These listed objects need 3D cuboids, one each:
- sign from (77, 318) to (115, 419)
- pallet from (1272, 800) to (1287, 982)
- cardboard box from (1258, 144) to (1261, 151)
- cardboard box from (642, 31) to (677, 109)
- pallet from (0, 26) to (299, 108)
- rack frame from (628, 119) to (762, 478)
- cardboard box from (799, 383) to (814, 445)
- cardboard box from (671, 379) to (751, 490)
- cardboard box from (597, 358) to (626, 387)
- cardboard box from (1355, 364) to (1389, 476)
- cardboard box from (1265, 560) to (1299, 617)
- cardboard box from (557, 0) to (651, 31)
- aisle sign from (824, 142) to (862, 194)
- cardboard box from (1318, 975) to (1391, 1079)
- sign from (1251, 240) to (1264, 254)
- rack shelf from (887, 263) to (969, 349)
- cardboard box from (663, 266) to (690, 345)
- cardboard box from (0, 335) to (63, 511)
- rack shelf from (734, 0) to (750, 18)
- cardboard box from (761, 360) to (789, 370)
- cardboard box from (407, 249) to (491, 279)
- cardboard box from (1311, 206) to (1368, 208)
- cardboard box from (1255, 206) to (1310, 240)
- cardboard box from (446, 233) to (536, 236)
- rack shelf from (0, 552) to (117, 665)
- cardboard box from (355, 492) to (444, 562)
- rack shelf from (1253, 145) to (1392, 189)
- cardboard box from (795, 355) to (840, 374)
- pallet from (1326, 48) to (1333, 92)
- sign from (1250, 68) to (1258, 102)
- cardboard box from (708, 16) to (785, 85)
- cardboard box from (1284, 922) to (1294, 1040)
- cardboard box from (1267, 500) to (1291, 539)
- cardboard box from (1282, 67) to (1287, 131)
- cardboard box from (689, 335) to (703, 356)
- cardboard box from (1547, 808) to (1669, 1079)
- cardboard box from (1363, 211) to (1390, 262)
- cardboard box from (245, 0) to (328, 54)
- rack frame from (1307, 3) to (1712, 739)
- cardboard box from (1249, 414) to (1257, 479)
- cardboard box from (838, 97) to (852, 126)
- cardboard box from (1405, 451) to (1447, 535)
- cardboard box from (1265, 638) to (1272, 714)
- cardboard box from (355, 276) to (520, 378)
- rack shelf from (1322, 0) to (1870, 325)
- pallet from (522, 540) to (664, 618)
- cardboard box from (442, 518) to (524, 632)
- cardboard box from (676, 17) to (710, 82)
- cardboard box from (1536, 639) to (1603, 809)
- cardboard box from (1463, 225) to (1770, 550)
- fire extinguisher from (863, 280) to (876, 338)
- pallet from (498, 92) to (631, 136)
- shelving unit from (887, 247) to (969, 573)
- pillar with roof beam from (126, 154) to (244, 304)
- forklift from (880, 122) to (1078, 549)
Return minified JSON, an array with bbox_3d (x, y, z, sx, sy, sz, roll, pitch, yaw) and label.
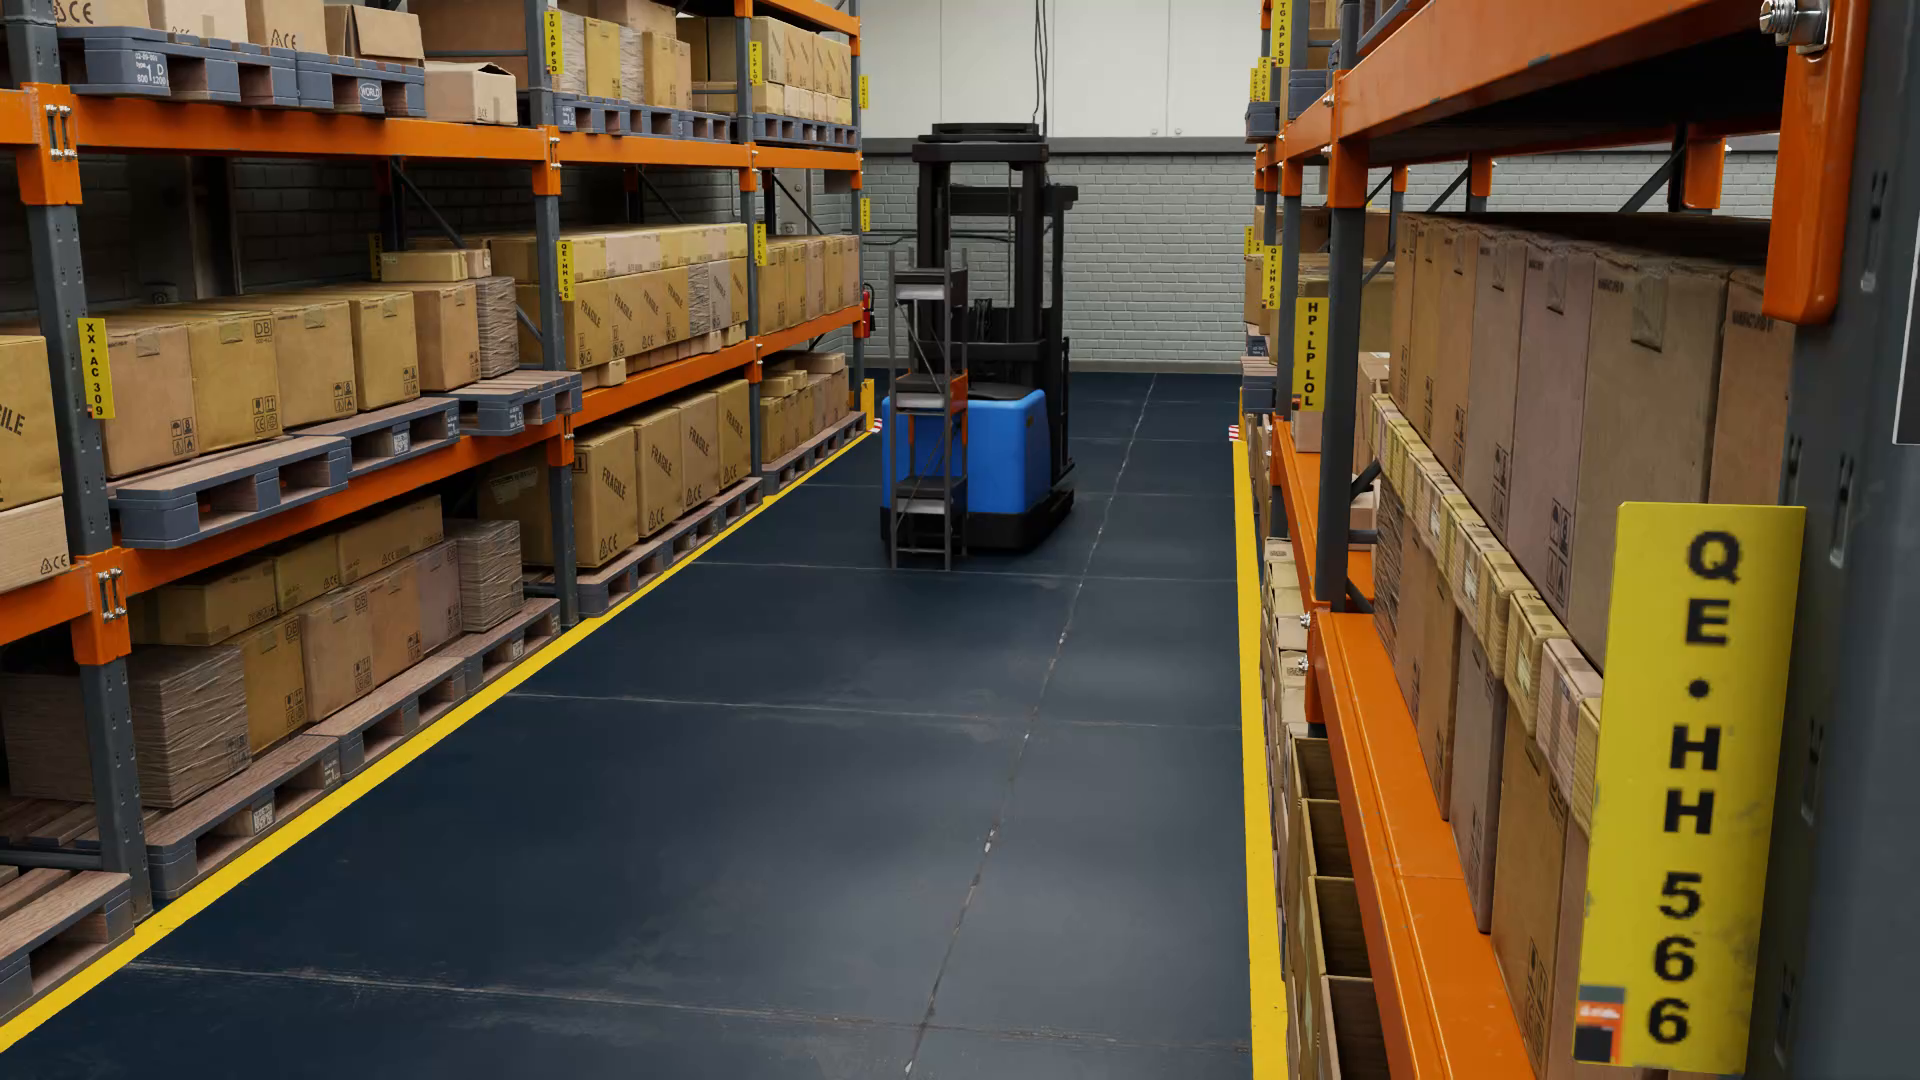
[{"bbox_3d":[-2.809,-0.557,5.402,0.100,0.325,0.005,2,12,9],"label":"sign"},{"bbox_3d":[1.624,1.219,5.837,1.003,0.211,1.213,2,12,9],"label":"pallet"},{"bbox_3d":[2.899,-3.574,14.695,0.500,0.250,0.500,2,12,9],"label":"cardboard box"},{"bbox_3d":[-2.382,-3.248,11.541,0.700,0.500,0.500,2,12,8],"label":"cardboard box"},{"bbox_3d":[-3.146,-1.649,5.851,1.213,0.211,1.003,2,12,9],"label":"pallet"},{"bbox_3d":[-2.116,-1.815,13.295,1.000,3.000,0.127,2,12,9],"label":"rack frame"},{"bbox_3d":[-1.738,-1.162,15.201,0.700,0.500,0.500,2,12,10],"label":"cardboard box"},{"bbox_3d":[-2.088,-0.830,12.829,0.750,0.750,0.750,2,12,9],"label":"cardboard box"},{"bbox_3d":[-2.280,-1.035,10.224,0.380,0.149,0.250,2,12,10],"label":"cardboard box"},{"bbox_3d":[1.841,-0.412,6.547,0.500,0.500,0.500,2,12,9],"label":"cardboard box"},{"bbox_3d":[1.721,0.251,7.906,0.500,0.311,0.500,2,12,7],"label":"cardboard box"},{"bbox_3d":[-2.451,-3.617,11.477,0.500,0.250,0.500,1,12,7],"label":"cardboard box"},{"bbox_3d":[-1.193,-3.924,16.909,0.394,0.787,0.004,2,12,9],"label":"aisle sign"},{"bbox_3d":[0.940,1.181,3.142,0.500,0.500,0.500,2,12,9],"label":"cardboard box"},{"bbox_3d":[2.242,-2.094,12.536,0.100,0.325,0.005,2,12,9],"label":"sign"},{"bbox_3d":[-0.204,-1.539,10.893,0.431,0.518,0.480,3,12,13],"label":"rack shelf"},{"bbox_3d":[-2.164,-1.600,11.305,0.500,0.500,0.500,2,12,10],"label":"cardboard box"},{"bbox_3d":[-3.114,-0.344,4.999,0.500,0.500,0.500,2,12,9],"label":"cardboard box"},{"bbox_3d":[-2.424,-3.784,10.849,1.077,0.370,4.000,2,12,9],"label":"rack shelf"},{"bbox_3d":[-1.843,-1.621,15.792,0.380,0.149,0.250,2,12,9],"label":"cardboard box"},{"bbox_3d":[-2.755,-1.490,8.968,0.380,0.149,0.250,0,12,1],"label":"cardboard box"},{"bbox_3d":[3.598,-2.924,15.830,0.500,0.500,0.500,2,12,8],"label":"cardboard box"},{"bbox_3d":[2.993,-2.833,15.406,0.500,0.500,0.500,2,12,9],"label":"cardboard box"},{"bbox_3d":[-2.835,-1.763,10.285,0.500,0.250,0.500,1,12,7],"label":"cardboard box"},{"bbox_3d":[-3.654,0.618,3.711,1.077,0.370,4.000,2,12,9],"label":"rack shelf"},{"bbox_3d":[-2.940,-0.074,8.324,0.500,0.250,0.500,2,12,10],"label":"cardboard box"},{"bbox_3d":[3.087,-3.186,14.245,1.077,0.370,4.000,2,12,9],"label":"rack shelf"},{"bbox_3d":[-1.388,-1.713,16.219,0.380,0.149,0.250,2,12,10],"label":"cardboard box"},{"bbox_3d":[1.979,-1.819,6.644,1.003,0.211,1.213,2,12,11],"label":"pallet"},{"bbox_3d":[2.858,-4.399,16.090,0.100,0.325,0.005,2,12,9],"label":"sign"},{"bbox_3d":[-1.729,-3.968,13.507,0.500,0.500,0.500,2,12,8],"label":"cardboard box"},{"bbox_3d":[1.178,1.236,4.669,0.500,0.250,0.500,2,12,9],"label":"cardboard box"},{"bbox_3d":[2.076,-0.018,9.845,0.500,0.500,0.500,2,12,11],"label":"cardboard box"},{"bbox_3d":[2.276,-2.536,9.282,0.910,0.500,0.500,2,12,9],"label":"cardboard box"},{"bbox_3d":[-2.074,-1.411,11.969,0.380,0.149,0.250,2,12,9],"label":"cardboard box"},{"bbox_3d":[1.094,0.588,1.909,0.700,0.500,0.500,2,12,10],"label":"cardboard box"},{"bbox_3d":[3.130,-2.282,12.850,0.500,0.500,0.500,2,12,10],"label":"cardboard box"},{"bbox_3d":[-2.994,-2.238,6.904,0.500,0.500,0.500,1,12,7],"label":"cardboard box"},{"bbox_3d":[1.549,0.010,4.826,1.000,3.000,0.127,2,12,9],"label":"rack frame"},{"bbox_3d":[2.587,-0.776,13.363,0.500,0.500,0.500,2,12,9],"label":"cardboard box"},{"bbox_3d":[-1.351,-4.134,16.056,0.500,0.250,0.500,2,12,10],"label":"cardboard box"},{"bbox_3d":[1.160,-0.093,3.530,0.380,0.149,0.250,1,12,7],"label":"cardboard box"},{"bbox_3d":[1.643,0.629,7.485,0.500,0.250,0.500,2,12,7],"label":"cardboard box"},{"bbox_3d":[-2.794,-1.148,8.918,0.700,0.500,0.500,0,12,2],"label":"cardboard box"},{"bbox_3d":[1.241,-0.688,2.654,1.077,0.370,4.000,2,12,9],"label":"rack shelf"},{"bbox_3d":[-2.536,0.219,10.475,1.003,0.211,1.213,2,12,9],"label":"pallet"},{"bbox_3d":[-2.790,0.176,8.945,0.700,0.500,0.500,2,12,9],"label":"cardboard box"},{"bbox_3d":[-2.239,-3.982,13.570,0.500,0.500,0.500,2,12,8],"label":"cardboard box"},{"bbox_3d":[0.923,0.231,2.024,0.380,0.149,0.250,2,12,9],"label":"cardboard box"},{"bbox_3d":[1.255,-0.267,2.795,0.700,0.500,0.500,2,12,9],"label":"cardboard box"},{"bbox_3d":[-1.022,-2.444,17.282,0.296,0.674,0.183,2,12,9],"label":"fire extinguisher"},{"bbox_3d":[-2.685,-2.492,9.765,1.213,0.211,1.003,2,12,11],"label":"pallet"},{"bbox_3d":[-0.204,-0.868,11.038,0.431,2.100,0.503,3,12,13],"label":"shelving unit"},{"bbox_3d":[0.468,-3.533,7.026,9.100,9.000,0.400,2,12,9],"label":"pillar with roof beam"},{"bbox_3d":[0.277,-1.636,12.627,1.130,2.935,3.031,3,12,13],"label":"forklift"}]
